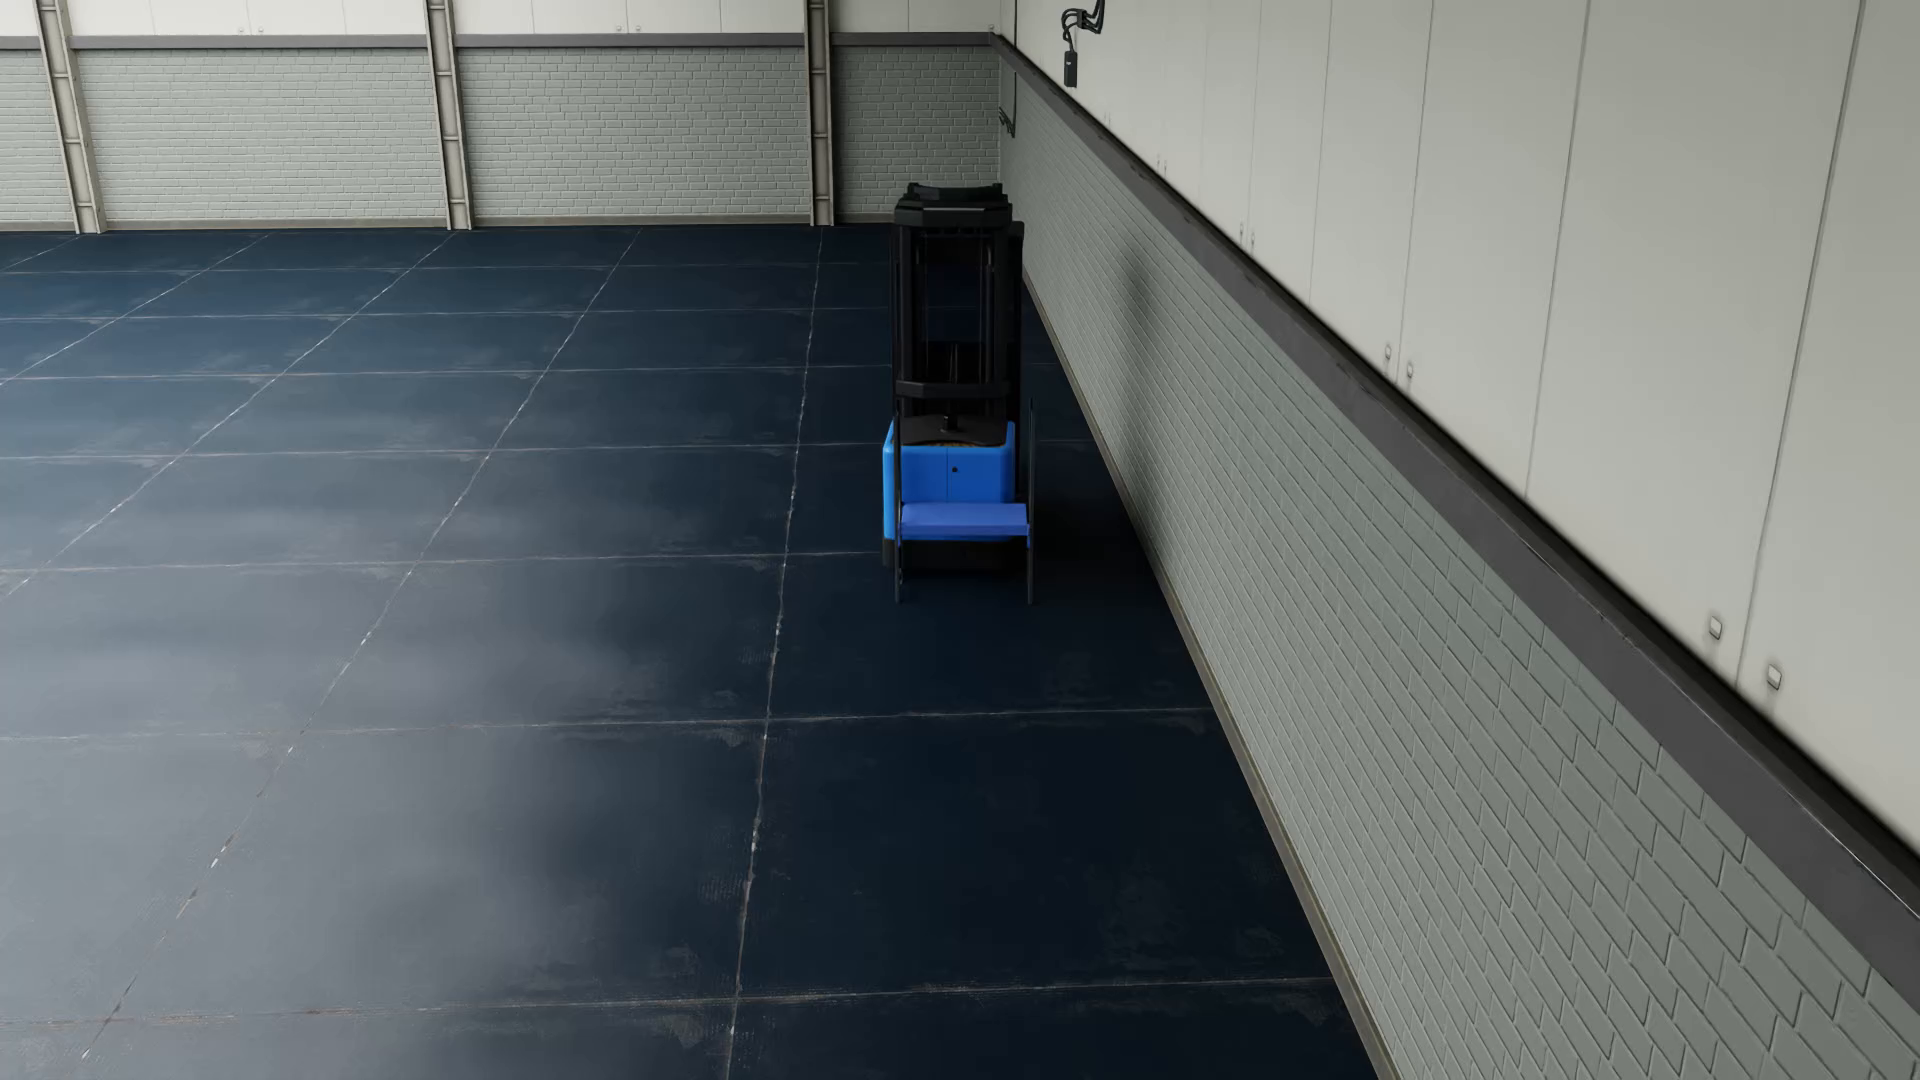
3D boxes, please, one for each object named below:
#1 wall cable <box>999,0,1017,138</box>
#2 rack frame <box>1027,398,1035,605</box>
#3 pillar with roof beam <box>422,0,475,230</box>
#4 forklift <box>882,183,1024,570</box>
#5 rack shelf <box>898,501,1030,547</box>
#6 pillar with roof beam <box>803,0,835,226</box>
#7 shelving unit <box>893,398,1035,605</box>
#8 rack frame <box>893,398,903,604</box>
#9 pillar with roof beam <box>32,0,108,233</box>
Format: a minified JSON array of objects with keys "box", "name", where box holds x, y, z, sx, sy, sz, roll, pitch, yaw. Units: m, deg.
[{"box":[0.700,-7.669,25.913,0.112,2.526,3.097,-1,21,-3],"name":"wall cable"},{"box":[0.542,-0.291,12.709,0.032,1.500,0.500,0,21,1],"name":"rack frame"},{"box":[-8.061,-7.879,22.100,0.400,9.000,9.100,-1,21,-3],"name":"pillar with roof beam"},{"box":[-0.018,-1.607,14.153,1.130,2.935,3.031,1,21,3],"name":"forklift"},{"box":[0.034,-0.126,12.781,1.000,0.185,0.538,0,21,1],"name":"rack shelf"},{"box":[-2.071,-8.001,22.421,0.400,9.000,9.100,-1,21,-3],"name":"pillar with roof beam"},{"box":[0.034,-0.294,12.717,1.048,1.500,0.538,0,21,1],"name":"shelving unit"},{"box":[-0.474,-0.297,12.724,0.032,1.500,0.500,0,21,1],"name":"rack frame"},{"box":[-14.051,-7.757,21.780,0.400,9.000,9.100,-1,21,-3],"name":"pillar with roof beam"}]
